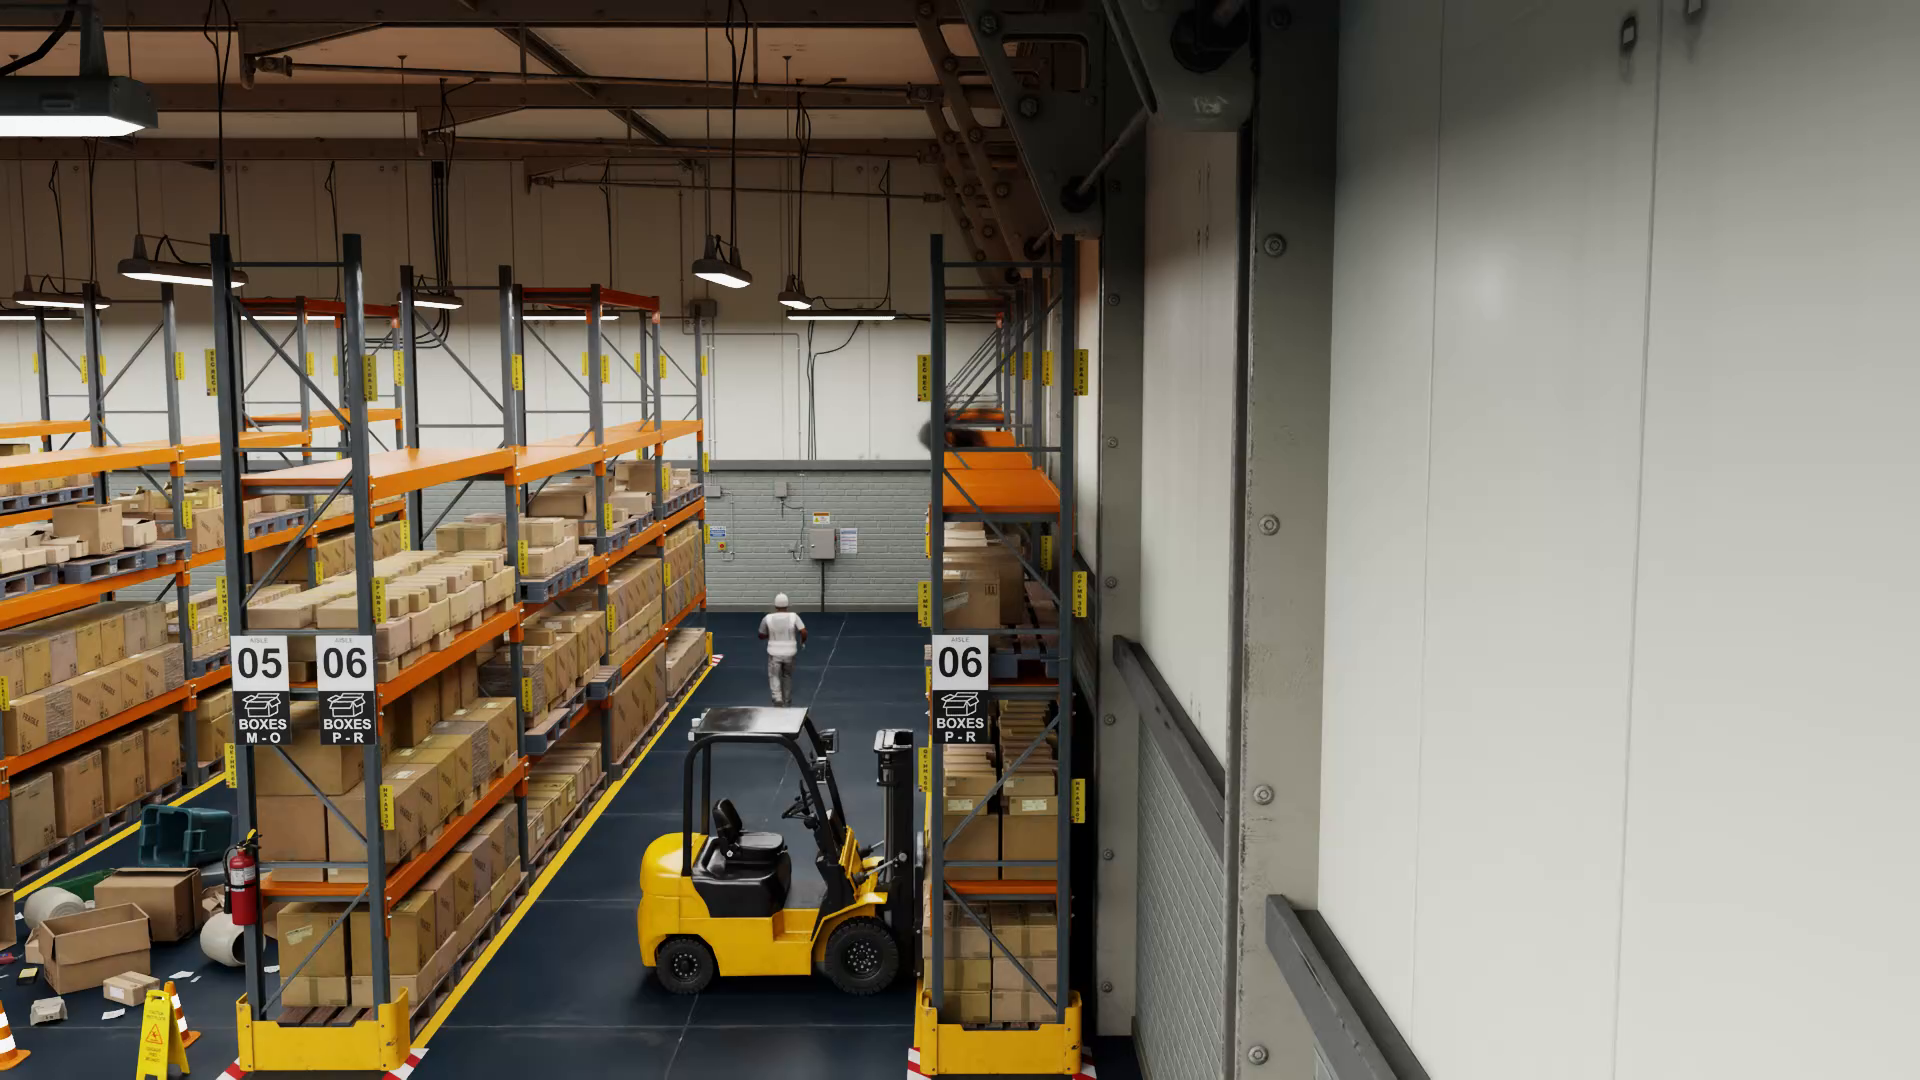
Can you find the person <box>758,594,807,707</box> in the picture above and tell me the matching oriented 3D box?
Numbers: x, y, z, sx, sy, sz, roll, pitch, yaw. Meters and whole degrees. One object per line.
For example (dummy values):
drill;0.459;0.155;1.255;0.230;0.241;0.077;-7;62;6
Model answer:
person;-2.558;1.641;23.944;0.696;1.763;0.941;-1;6;-9
